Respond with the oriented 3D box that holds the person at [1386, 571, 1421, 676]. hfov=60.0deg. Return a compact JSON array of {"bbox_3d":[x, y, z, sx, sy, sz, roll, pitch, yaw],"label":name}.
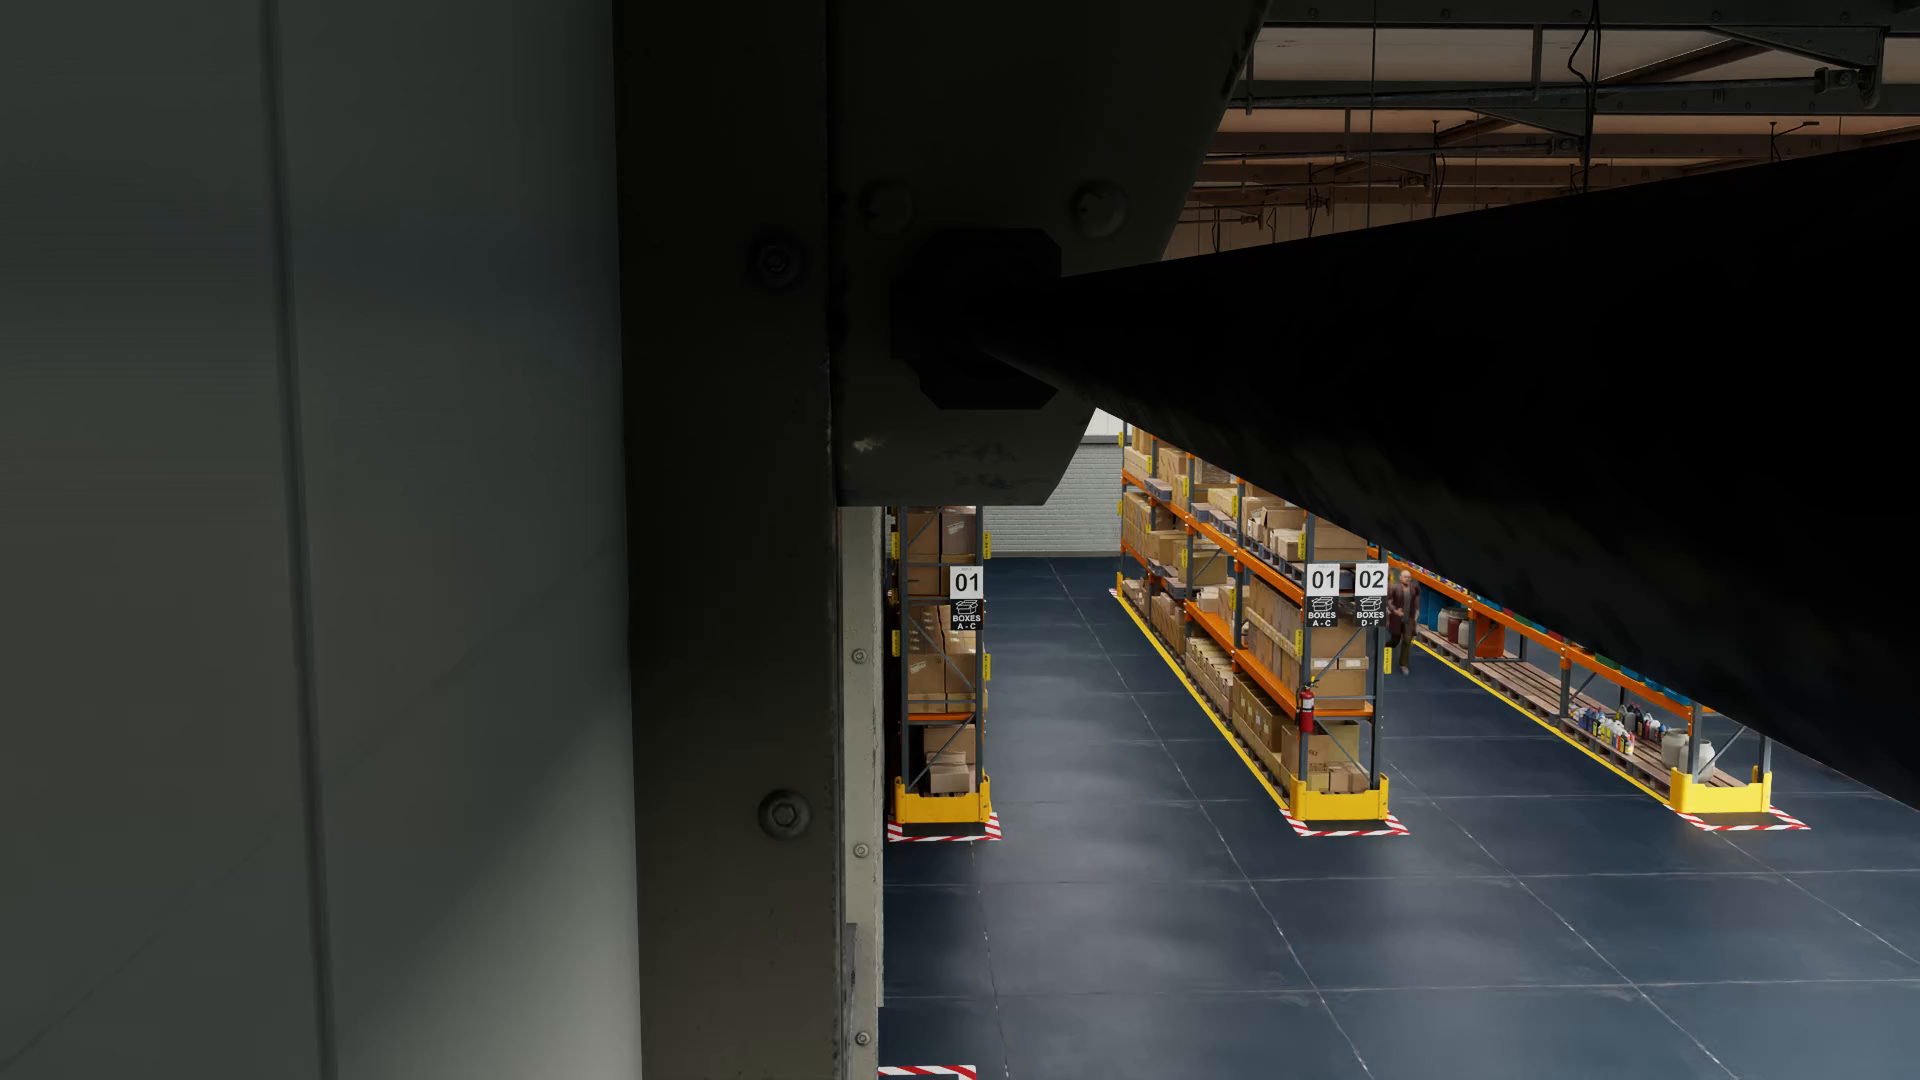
[{"bbox_3d":[7.690,1.394,28.983,0.734,1.773,1.071,-1,8,-5],"label":"person"}]
